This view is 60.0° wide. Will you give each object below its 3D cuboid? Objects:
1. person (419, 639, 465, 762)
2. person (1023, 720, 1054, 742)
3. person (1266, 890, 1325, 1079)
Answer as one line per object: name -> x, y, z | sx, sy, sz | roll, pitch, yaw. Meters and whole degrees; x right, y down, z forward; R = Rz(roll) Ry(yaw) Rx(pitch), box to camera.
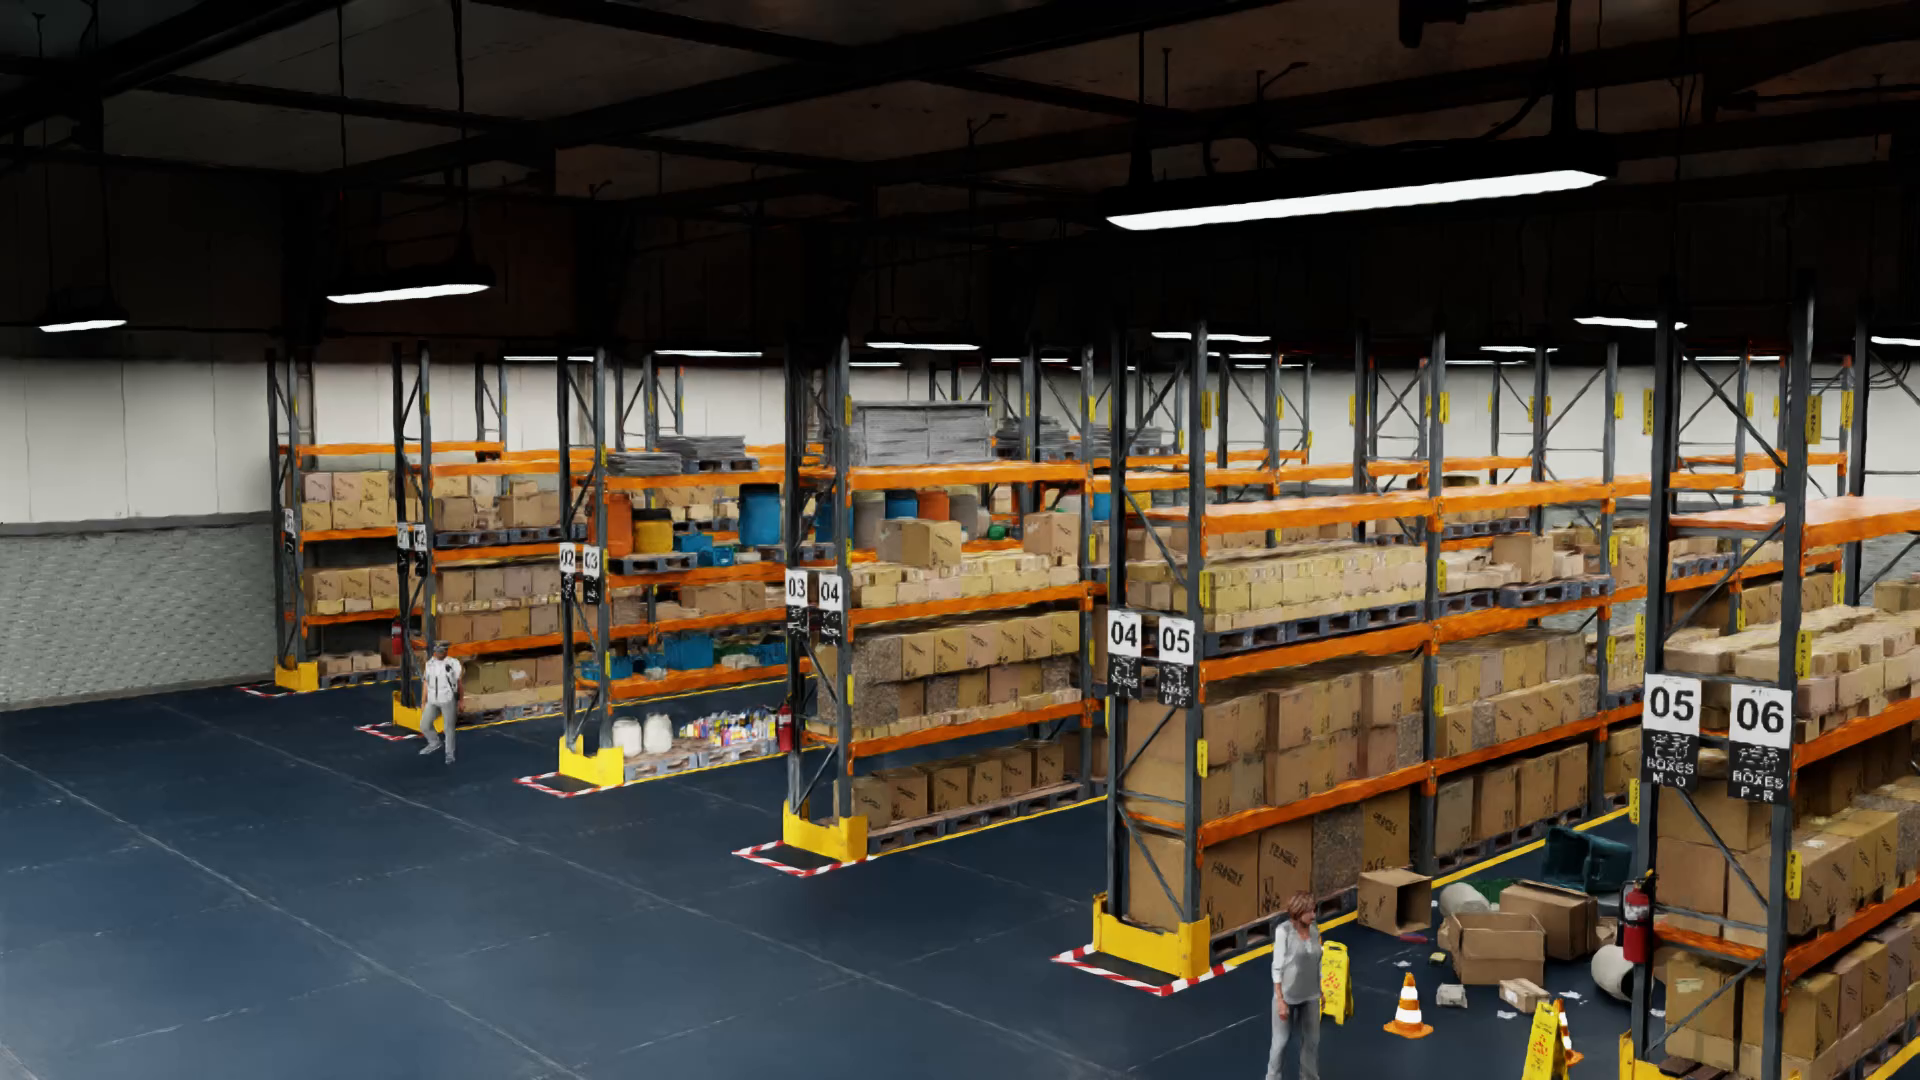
person -> -7.379, 2.256, 23.553 | 0.715, 1.739, 0.544 | 1, 5, 6
person -> 1.129, 2.251, 24.437 | 0.507, 1.619, 0.580 | -5, 7, -44
person -> 2.434, 3.323, 12.066 | 0.519, 1.599, 0.437 | -2, 5, -21
